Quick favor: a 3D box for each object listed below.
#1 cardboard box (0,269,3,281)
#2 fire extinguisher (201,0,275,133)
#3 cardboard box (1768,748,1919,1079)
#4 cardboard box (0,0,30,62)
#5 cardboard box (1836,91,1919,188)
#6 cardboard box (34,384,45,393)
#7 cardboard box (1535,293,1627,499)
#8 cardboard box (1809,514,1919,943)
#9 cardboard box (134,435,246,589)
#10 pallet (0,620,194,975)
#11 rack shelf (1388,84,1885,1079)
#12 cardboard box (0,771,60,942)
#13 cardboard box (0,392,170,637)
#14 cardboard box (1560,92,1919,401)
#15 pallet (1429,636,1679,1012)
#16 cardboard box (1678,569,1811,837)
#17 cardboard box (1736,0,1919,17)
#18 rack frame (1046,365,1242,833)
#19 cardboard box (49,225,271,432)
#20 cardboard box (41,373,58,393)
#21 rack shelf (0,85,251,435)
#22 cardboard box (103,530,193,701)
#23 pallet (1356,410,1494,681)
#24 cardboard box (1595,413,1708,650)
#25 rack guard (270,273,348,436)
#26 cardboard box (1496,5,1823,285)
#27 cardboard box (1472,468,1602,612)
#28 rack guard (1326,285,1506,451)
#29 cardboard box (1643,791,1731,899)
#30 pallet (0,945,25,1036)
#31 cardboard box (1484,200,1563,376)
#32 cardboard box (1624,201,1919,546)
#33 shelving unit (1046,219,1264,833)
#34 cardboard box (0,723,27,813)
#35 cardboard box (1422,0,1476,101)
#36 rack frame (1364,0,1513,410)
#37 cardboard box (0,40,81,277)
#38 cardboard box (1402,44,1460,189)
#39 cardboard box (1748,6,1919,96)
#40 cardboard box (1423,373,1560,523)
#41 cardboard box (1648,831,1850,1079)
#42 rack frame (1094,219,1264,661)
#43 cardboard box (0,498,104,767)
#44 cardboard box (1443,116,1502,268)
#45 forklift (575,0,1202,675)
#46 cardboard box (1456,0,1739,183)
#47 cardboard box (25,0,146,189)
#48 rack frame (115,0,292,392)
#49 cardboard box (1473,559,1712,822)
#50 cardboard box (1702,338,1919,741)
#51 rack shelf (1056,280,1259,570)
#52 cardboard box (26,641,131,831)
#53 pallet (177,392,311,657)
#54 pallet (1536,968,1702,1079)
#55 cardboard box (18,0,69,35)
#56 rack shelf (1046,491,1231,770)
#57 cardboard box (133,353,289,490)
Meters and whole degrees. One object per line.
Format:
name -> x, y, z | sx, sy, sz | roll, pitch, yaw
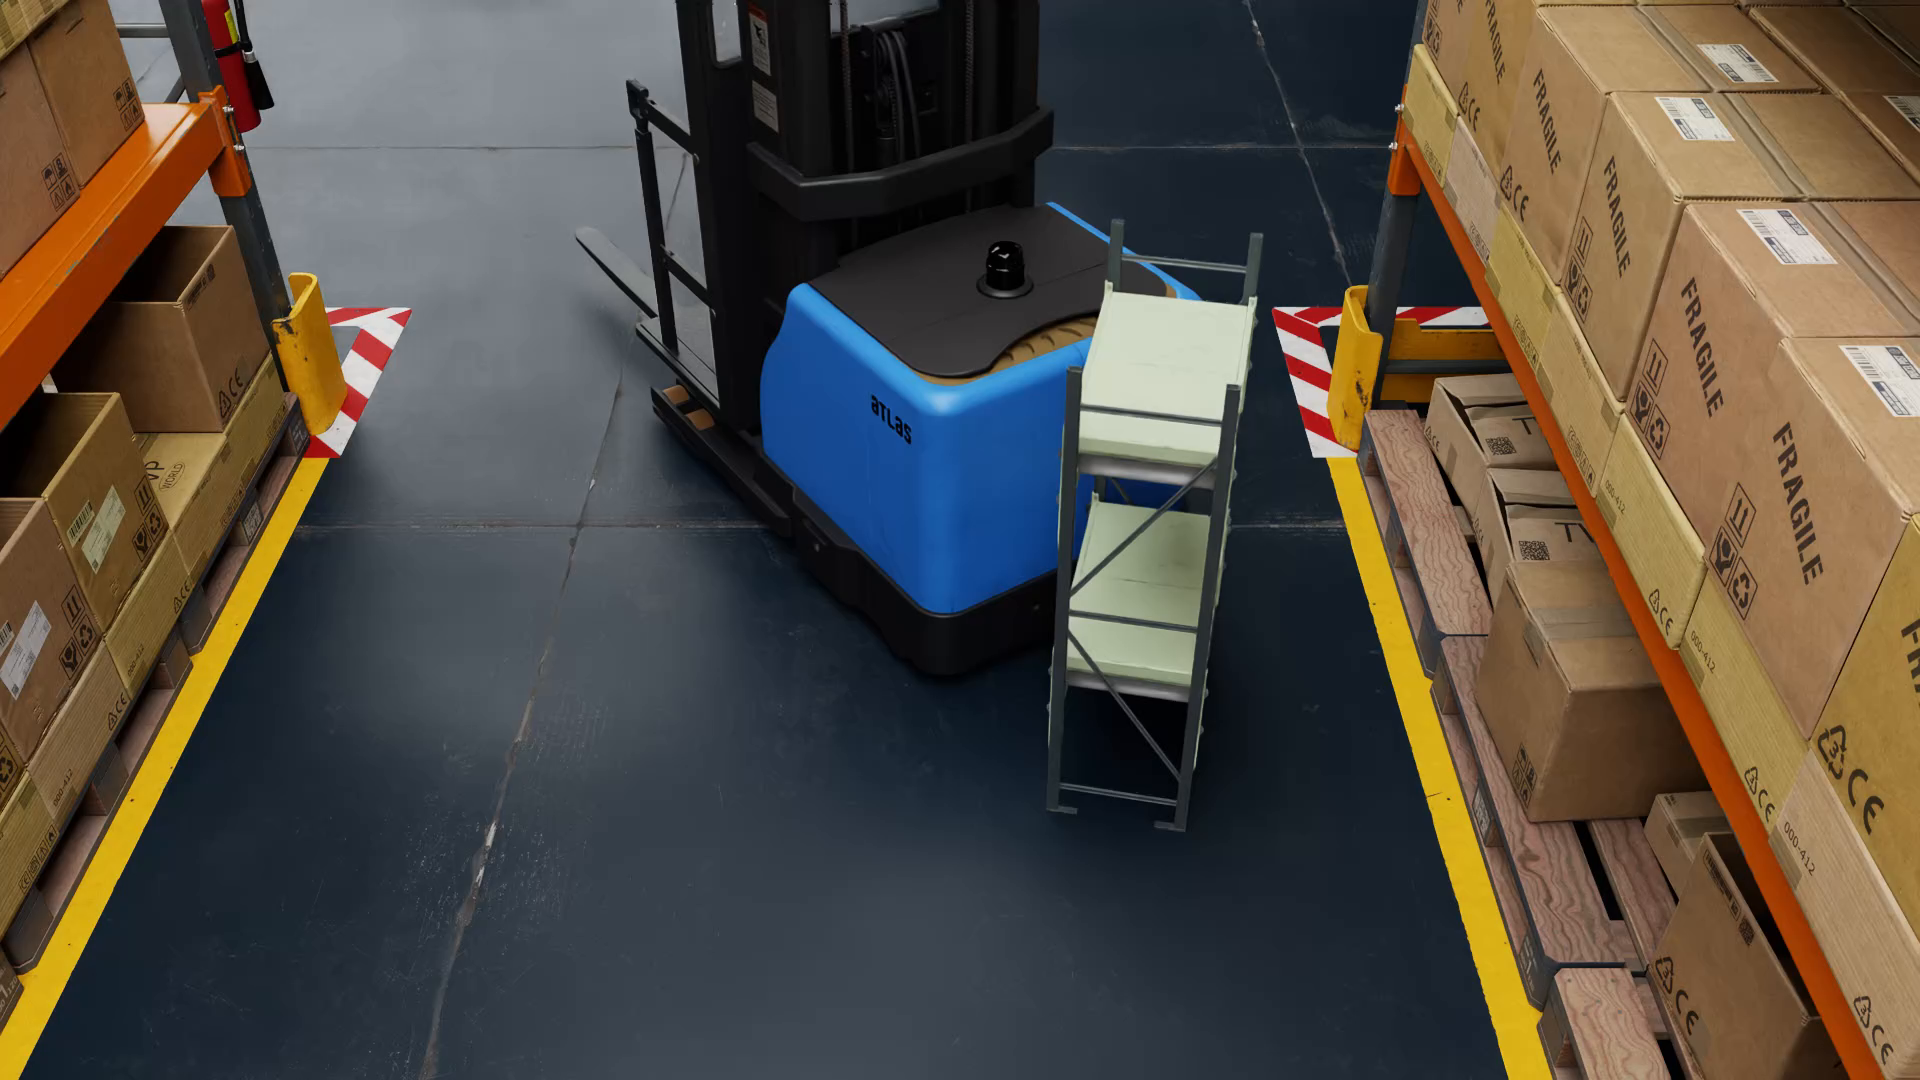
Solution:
cardboard box -> -2.974, -0.760, 4.219 | 0.700, 0.500, 0.500 | 0, 39, 0
fire extinguisher -> -2.497, -1.696, 5.529 | 0.296, 0.674, 0.183 | 0, 39, 0
cardboard box -> 1.693, 0.599, 2.708 | 0.500, 0.250, 0.500 | 0, 39, 0
cardboard box -> -2.769, -1.381, 4.476 | 0.380, 0.149, 0.250 | -1, 39, -1
cardboard box -> 2.201, -0.652, 3.669 | 0.500, 0.500, 0.500 | 0, 39, 1
cardboard box -> -3.181, -0.387, 5.097 | 0.500, 0.500, 0.500 | 0, 39, 0
cardboard box -> 1.683, -0.342, 3.882 | 0.500, 0.250, 0.500 | 0, 39, 0
cardboard box -> 1.687, 0.307, 2.473 | 0.500, 0.500, 0.500 | 0, 39, 0
cardboard box -> -2.653, -0.095, 5.332 | 0.500, 0.250, 0.500 | 0, 39, 0
pallet -> -2.920, 0.676, 4.738 | 1.003, 0.211, 1.213 | 0, 39, 0
rack shelf -> 1.994, -0.126, 4.084 | 1.077, 0.370, 4.000 | 0, 39, 0
cardboard box -> -2.645, 0.843, 4.162 | 0.500, 0.250, 0.500 | 0, 39, 0
cardboard box -> -2.648, -0.075, 4.708 | 0.500, 0.500, 0.500 | 0, 39, 0
cardboard box -> 1.689, -0.646, 3.661 | 0.500, 0.500, 0.500 | 1, 39, 1
pallet -> 1.956, 0.747, 4.649 | 1.003, 0.211, 1.213 | 0, 39, 0
cardboard box -> 1.701, 0.287, 3.097 | 0.500, 0.250, 0.500 | 0, 39, 0
cardboard box -> 2.196, -1.290, 4.465 | 0.500, 0.500, 0.500 | 0, 39, 1
rack frame -> 0.445, 0.213, 4.285 | 0.400, 1.500, 0.023 | 8, 39, 9
cardboard box -> -2.663, -0.700, 5.488 | 0.500, 0.500, 0.500 | 0, 39, 0
cardboard box -> -3.184, -0.407, 5.722 | 0.500, 0.250, 0.500 | 0, 39, 0
rack shelf -> -2.959, -0.120, 4.077 | 1.077, 0.370, 4.000 | 0, 39, 0
cardboard box -> -2.651, 0.218, 4.942 | 0.500, 0.250, 0.500 | 0, 39, 0
pallet -> 1.958, -0.014, 5.598 | 1.003, 0.211, 1.213 | 0, 39, 0
cardboard box -> 1.685, -0.027, 3.489 | 0.500, 0.250, 0.500 | 0, 39, 0
rack guard -> -2.962, -0.691, 6.213 | 1.175, 0.500, 0.348 | 0, 39, 0
cardboard box -> 1.677, -0.968, 4.064 | 0.500, 0.500, 0.500 | -1, 39, -2
cardboard box -> 1.903, 0.009, 5.138 | 0.500, 0.311, 0.500 | 3, 39, 4
rack guard -> 1.992, -0.635, 6.142 | 1.175, 0.500, 0.348 | 0, 39, 0
cardboard box -> 2.015, 0.785, 4.300 | 0.380, 0.149, 0.250 | -3, 39, -4
pallet -> -2.916, 1.441, 3.783 | 1.003, 0.211, 1.213 | 0, 39, 0
cardboard box -> 1.685, -0.658, 4.276 | 0.500, 0.250, 0.500 | -1, 39, -1
cardboard box -> 1.691, -0.320, 3.255 | 0.500, 0.500, 0.500 | -1, 39, -1
shelving unit -> 0.521, -0.011, 4.565 | 0.431, 1.500, 0.755 | 8, 39, 9
cardboard box -> -2.646, 0.551, 3.927 | 0.500, 0.500, 0.500 | 0, 39, 0
cardboard box -> 1.692, -1.601, 4.853 | 0.500, 0.500, 0.500 | 0, 39, 0
rack frame -> 1.992, -1.657, 5.420 | 1.000, 3.000, 0.127 | 0, 39, 0
cardboard box -> -2.969, -1.070, 4.607 | 0.700, 0.500, 0.500 | 1, 39, 1
cardboard box -> 1.675, -1.301, 5.079 | 0.500, 0.250, 0.500 | -1, 39, -1
cardboard box -> 2.201, -0.967, 4.062 | 0.500, 0.500, 0.500 | -1, 39, -1
cardboard box -> 1.903, -0.347, 5.583 | 0.500, 0.311, 0.500 | -4, 39, -5
cardboard box -> 1.955, 0.999, 3.752 | 0.500, 0.500, 0.500 | -3, 39, -3
rack frame -> 0.597, -0.235, 4.844 | 0.400, 1.500, 0.023 | 8, 39, 9
cardboard box -> -2.648, 0.238, 4.318 | 0.500, 0.500, 0.500 | 0, 39, 0
cardboard box -> 1.690, -0.977, 4.674 | 0.500, 0.250, 0.500 | -1, 39, -1
forklift -> -0.497, -1.611, 5.416 | 1.130, 2.935, 3.031 | -23, 44, -26
cardboard box -> 1.683, -1.292, 4.467 | 0.500, 0.500, 0.500 | 0, 39, 0
cardboard box -> -2.974, -1.399, 5.017 | 0.700, 0.500, 0.500 | 0, 39, 0
rack frame -> -2.962, -1.652, 5.412 | 1.000, 3.000, 0.127 | 0, 39, 0
cardboard box -> 1.854, 0.394, 4.506 | 0.700, 0.500, 0.500 | -2, 39, -3
cardboard box -> 1.681, -0.005, 2.862 | 0.500, 0.500, 0.500 | 0, 39, 0
rack shelf -> 0.521, -0.316, 4.321 | 0.431, 0.370, 0.720 | 8, 39, 9
cardboard box -> -2.652, 0.531, 4.552 | 0.500, 0.250, 0.500 | 0, 39, 0
pallet -> -2.919, -0.085, 5.687 | 1.003, 0.211, 1.213 | 0, 39, 0
pallet -> 1.960, 1.512, 3.694 | 1.003, 0.211, 1.213 | 0, 39, 0
cardboard box -> -2.769, -1.541, 4.676 | 0.380, 0.149, 0.250 | 1, 39, 1
rack shelf -> 0.521, 0.243, 4.768 | 0.431, 0.370, 0.720 | 8, 39, 9
cardboard box -> -2.666, -0.407, 5.723 | 0.500, 0.250, 0.500 | 0, 39, 0
